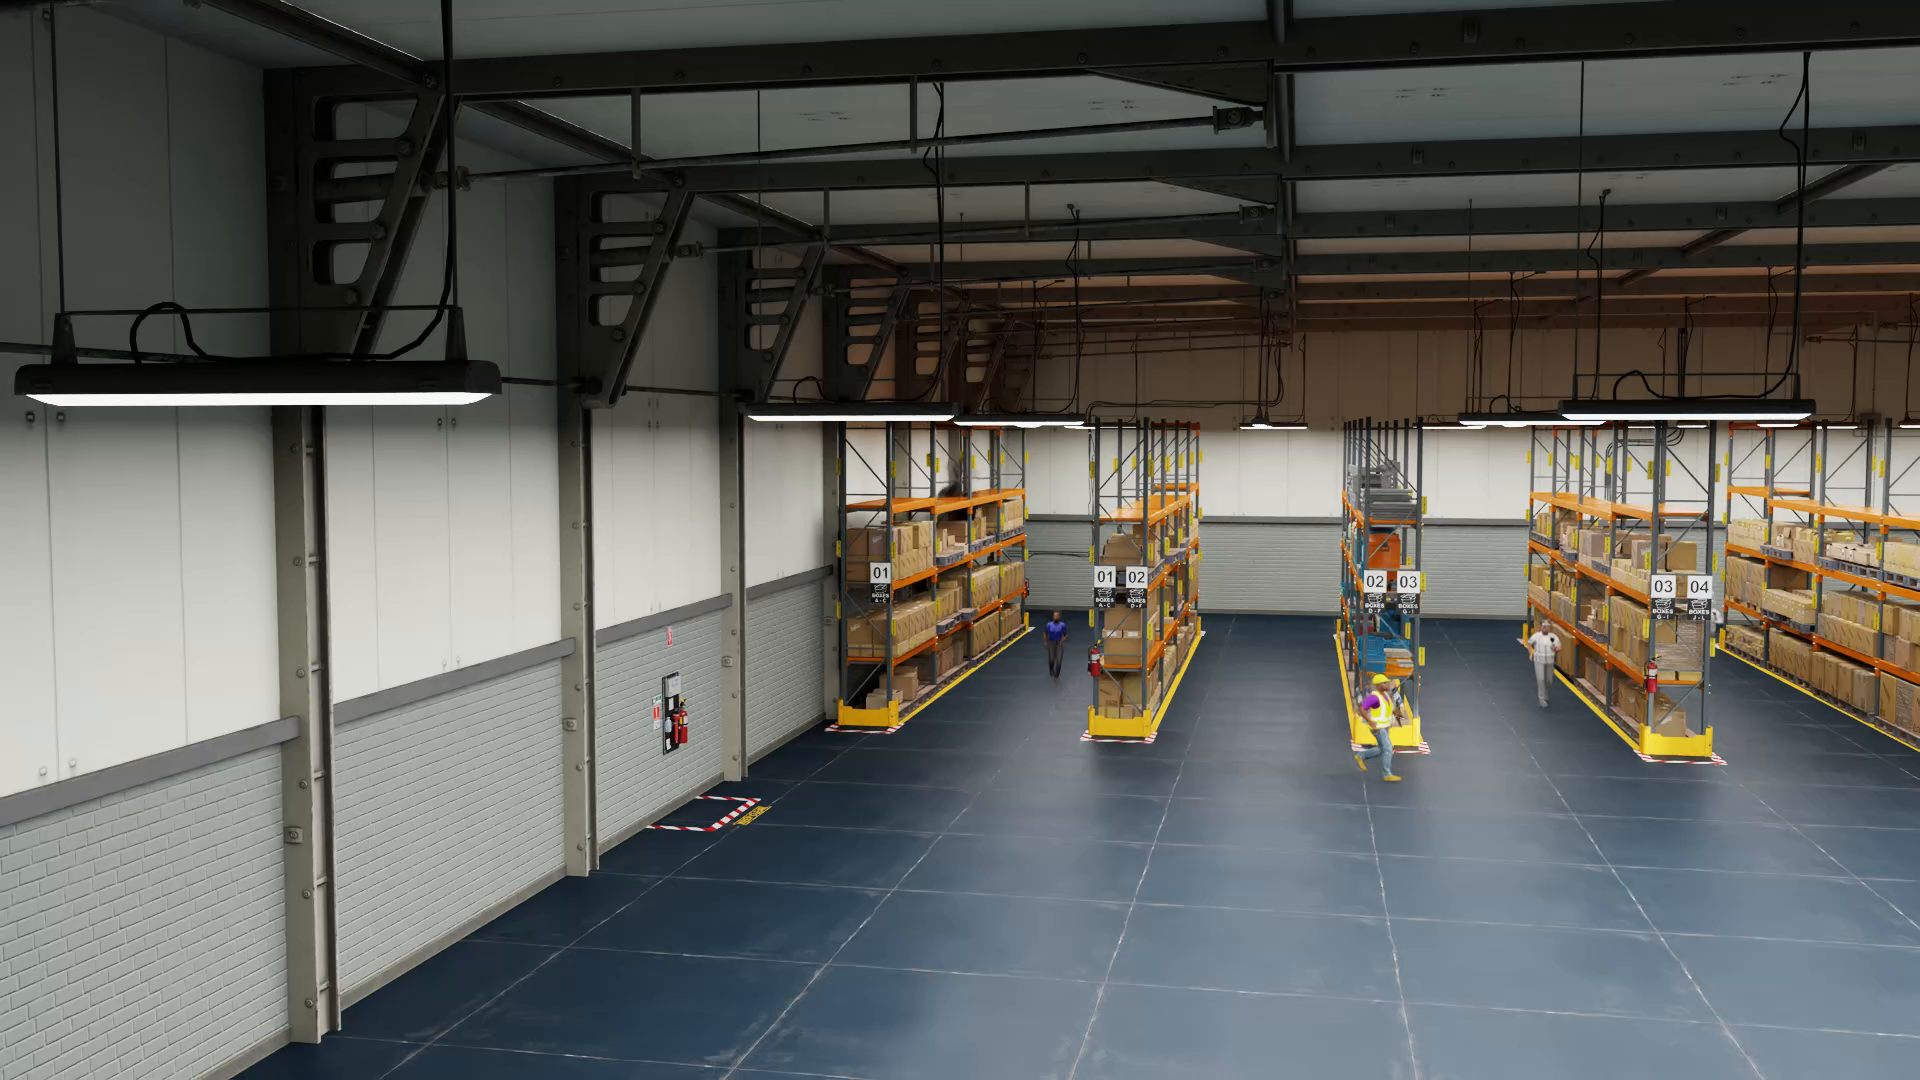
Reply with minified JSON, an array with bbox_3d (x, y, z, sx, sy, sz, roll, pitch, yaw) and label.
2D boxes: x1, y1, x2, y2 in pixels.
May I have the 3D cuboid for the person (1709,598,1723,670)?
[{"bbox_3d":[18.154,2.242,40.320,0.599,1.714,0.893,1,4,13],"label":"person"}]

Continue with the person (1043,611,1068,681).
[{"bbox_3d":[2.168,2.424,37.744,0.559,1.605,0.592,0,4,4],"label":"person"}]

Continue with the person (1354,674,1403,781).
[{"bbox_3d":[6.862,3.073,27.340,0.831,1.740,0.705,3,5,36],"label":"person"}]

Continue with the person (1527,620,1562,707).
[{"bbox_3d":[12.262,2.550,34.885,0.652,1.768,0.989,1,4,8],"label":"person"}]
